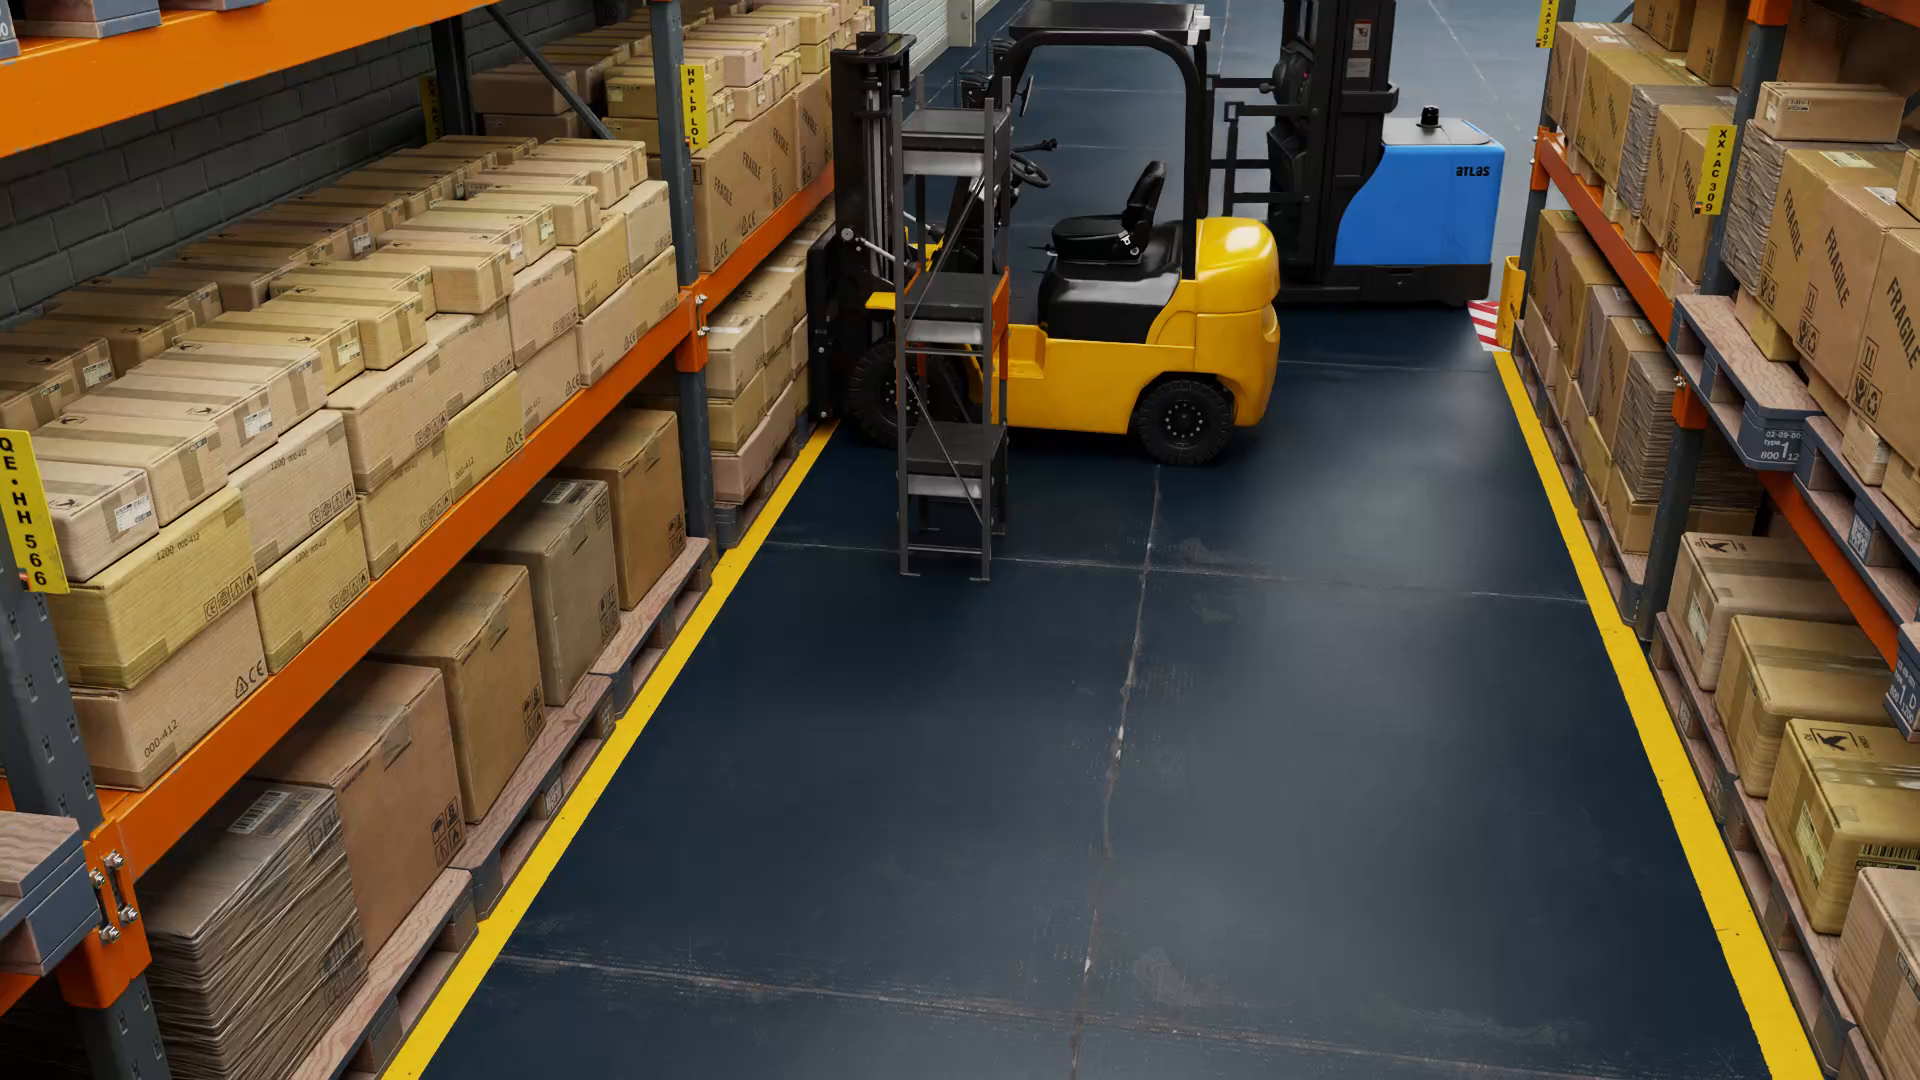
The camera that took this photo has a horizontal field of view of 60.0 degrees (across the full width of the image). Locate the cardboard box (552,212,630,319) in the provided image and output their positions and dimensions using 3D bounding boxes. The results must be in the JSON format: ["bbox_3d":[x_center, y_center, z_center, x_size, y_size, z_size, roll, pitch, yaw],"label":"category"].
[{"bbox_3d":[-1.502,-0.988,5.909,0.500,0.250,0.500,3,25,7],"label":"cardboard box"}]

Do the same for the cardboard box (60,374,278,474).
[{"bbox_3d":[-1.849,-0.268,3.901,0.380,0.149,0.250,5,25,10],"label":"cardboard box"}]

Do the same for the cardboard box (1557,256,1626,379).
[{"bbox_3d":[3.375,-1.127,8.482,0.500,0.500,0.500,5,25,10],"label":"cardboard box"}]

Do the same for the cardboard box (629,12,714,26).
[{"bbox_3d":[-1.490,-2.644,8.626,0.380,0.149,0.250,4,25,9],"label":"cardboard box"}]

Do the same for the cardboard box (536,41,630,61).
[{"bbox_3d":[-1.752,-2.219,7.718,0.380,0.149,0.250,4,25,7],"label":"cardboard box"}]

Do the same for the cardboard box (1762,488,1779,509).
[{"bbox_3d":[3.663,-0.438,7.011,0.500,0.500,0.500,5,26,11],"label":"cardboard box"}]

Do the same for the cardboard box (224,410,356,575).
[{"bbox_3d":[-1.854,-0.131,4.080,0.500,0.250,0.500,5,26,10],"label":"cardboard box"}]

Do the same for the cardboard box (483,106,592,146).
[{"bbox_3d":[-1.798,-1.759,7.087,0.380,0.149,0.250,4,25,8],"label":"cardboard box"}]

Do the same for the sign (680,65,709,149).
[{"bbox_3d":[-1.060,-1.723,6.620,0.100,0.325,0.005,4,25,9],"label":"sign"}]

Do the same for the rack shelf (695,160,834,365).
[{"bbox_3d":[-1.270,-1.778,8.860,1.077,0.370,4.000,4,25,9],"label":"rack shelf"}]

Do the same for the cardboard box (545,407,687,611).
[{"bbox_3d":[-1.671,-0.164,6.867,0.875,0.625,0.625,5,26,11],"label":"cardboard box"}]

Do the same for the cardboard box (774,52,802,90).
[{"bbox_3d":[-1.013,-2.367,8.386,0.380,0.149,0.250,3,25,7],"label":"cardboard box"}]

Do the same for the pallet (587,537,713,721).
[{"bbox_3d":[-1.679,0.306,6.847,1.003,0.211,1.213,4,25,9],"label":"pallet"}]

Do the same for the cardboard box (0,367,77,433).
[{"bbox_3d":[-2.362,-0.305,3.981,0.380,0.149,0.250,4,25,8],"label":"cardboard box"}]

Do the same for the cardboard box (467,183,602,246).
[{"bbox_3d":[-1.462,-1.122,5.725,0.380,0.149,0.250,3,25,7],"label":"cardboard box"}]

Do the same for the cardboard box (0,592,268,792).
[{"bbox_3d":[-1.937,0.304,3.738,0.500,0.250,0.500,4,25,9],"label":"cardboard box"}]

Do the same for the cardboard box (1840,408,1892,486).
[{"bbox_3d":[2.658,-0.249,4.546,0.380,0.149,0.250,5,26,11],"label":"cardboard box"}]

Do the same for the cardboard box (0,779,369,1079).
[{"bbox_3d":[-2.135,1.030,4.316,0.875,0.625,0.625,5,26,10],"label":"cardboard box"}]

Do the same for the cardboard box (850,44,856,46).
[{"bbox_3d":[-0.765,-2.762,9.995,0.500,0.500,0.500,3,25,7],"label":"cardboard box"}]

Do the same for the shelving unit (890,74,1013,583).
[{"bbox_3d":[-0.027,-0.882,7.157,0.431,2.100,0.503,4,25,9],"label":"shelving unit"}]

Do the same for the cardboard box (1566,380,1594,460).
[{"bbox_3d":[3.297,-0.572,8.182,0.500,0.250,0.500,4,25,9],"label":"cardboard box"}]

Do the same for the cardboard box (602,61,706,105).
[{"bbox_3d":[-1.316,-1.971,7.189,0.380,0.149,0.250,4,25,9],"label":"cardboard box"}]

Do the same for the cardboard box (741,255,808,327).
[{"bbox_3d":[-1.045,-1.268,8.490,0.500,0.250,0.500,5,26,10],"label":"cardboard box"}]

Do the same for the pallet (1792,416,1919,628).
[{"bbox_3d":[2.930,0.004,4.430,1.003,0.211,1.213,4,25,9],"label":"pallet"}]

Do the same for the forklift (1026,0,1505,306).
[{"bbox_3d":[1.984,-3.057,10.824,3.031,2.935,1.130,0,25,-1],"label":"forklift"}]

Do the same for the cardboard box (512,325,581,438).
[{"bbox_3d":[-1.609,-0.555,5.574,0.500,0.250,0.500,4,25,9],"label":"cardboard box"}]

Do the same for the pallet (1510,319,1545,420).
[{"bbox_3d":[3.774,-0.966,9.566,1.003,0.211,1.213,4,25,9],"label":"pallet"}]

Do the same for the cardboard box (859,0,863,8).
[{"bbox_3d":[-0.794,-3.250,9.921,0.380,0.149,0.250,4,25,9],"label":"cardboard box"}]

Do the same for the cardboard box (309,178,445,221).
[{"bbox_3d":[-2.024,-1.154,5.793,0.380,0.149,0.250,4,25,8],"label":"cardboard box"}]

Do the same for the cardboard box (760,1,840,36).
[{"bbox_3d":[-0.867,-2.818,8.998,0.380,0.149,0.250,5,25,10],"label":"cardboard box"}]

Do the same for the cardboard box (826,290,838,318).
[{"bbox_3d":[-0.956,-1.251,9.044,0.500,0.250,0.500,4,25,8],"label":"cardboard box"}]

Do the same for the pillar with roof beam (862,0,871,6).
[{"bbox_3d":[3.282,-7.640,13.458,9.100,9.000,0.400,4,25,9],"label":"pillar with roof beam"}]

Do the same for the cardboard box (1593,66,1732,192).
[{"bbox_3d":[3.365,-1.956,7.922,0.500,0.500,0.500,4,25,7],"label":"cardboard box"}]

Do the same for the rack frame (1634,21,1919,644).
[{"bbox_3d":[3.301,-0.925,6.189,1.000,3.000,0.127,4,25,9],"label":"rack frame"}]

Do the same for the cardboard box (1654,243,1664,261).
[{"bbox_3d":[3.260,-1.279,7.240,0.380,0.149,0.250,4,25,8],"label":"cardboard box"}]

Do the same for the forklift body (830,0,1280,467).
[{"bbox_3d":[0.547,-1.637,8.710,2.313,2.155,1.214,4,25,9],"label":"forklift body"}]

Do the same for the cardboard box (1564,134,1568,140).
[{"bbox_3d":[3.695,-2.357,9.543,0.380,0.149,0.250,4,25,9],"label":"cardboard box"}]

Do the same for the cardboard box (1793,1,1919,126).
[{"bbox_3d":[3.586,-1.727,6.254,0.700,0.500,0.500,4,25,8],"label":"cardboard box"}]

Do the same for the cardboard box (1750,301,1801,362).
[{"bbox_3d":[2.849,-0.689,5.484,0.380,0.149,0.250,5,25,10],"label":"cardboard box"}]

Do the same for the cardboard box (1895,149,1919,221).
[{"bbox_3d":[2.799,-0.956,4.524,0.380,0.149,0.250,5,26,11],"label":"cardboard box"}]

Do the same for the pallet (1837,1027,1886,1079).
[{"bbox_3d":[2.776,1.684,3.904,1.003,0.211,1.213,4,25,9],"label":"pallet"}]

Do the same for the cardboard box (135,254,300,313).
[{"bbox_3d":[-2.165,-0.727,4.883,0.380,0.149,0.250,5,25,10],"label":"cardboard box"}]

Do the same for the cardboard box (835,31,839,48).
[{"bbox_3d":[-0.890,-2.799,9.309,0.380,0.149,0.250,4,25,8],"label":"cardboard box"}]

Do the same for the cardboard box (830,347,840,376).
[{"bbox_3d":[-0.952,-1.033,9.166,0.500,0.250,0.500,5,26,10],"label":"cardboard box"}]

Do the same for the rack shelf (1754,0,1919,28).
[{"bbox_3d":[2.974,-1.122,3.919,1.077,0.370,4.000,4,25,9],"label":"rack shelf"}]

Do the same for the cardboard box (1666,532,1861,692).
[{"bbox_3d":[3.217,0.294,6.188,0.950,0.372,0.625,4,25,9],"label":"cardboard box"}]

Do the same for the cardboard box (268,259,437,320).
[{"bbox_3d":[-1.760,-0.703,4.830,0.380,0.149,0.250,4,25,9],"label":"cardboard box"}]

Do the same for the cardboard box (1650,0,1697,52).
[{"bbox_3d":[3.996,-2.791,8.527,0.700,0.500,0.500,4,25,9],"label":"cardboard box"}]

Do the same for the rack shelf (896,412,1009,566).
[{"bbox_3d":[-0.027,-0.235,7.460,0.431,0.518,0.480,4,25,9],"label":"rack shelf"}]

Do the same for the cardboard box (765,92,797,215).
[{"bbox_3d":[-1.116,-1.911,8.177,0.500,0.500,0.500,4,25,8],"label":"cardboard box"}]

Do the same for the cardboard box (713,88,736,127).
[{"bbox_3d":[-1.229,-1.941,7.476,0.380,0.149,0.250,4,25,8],"label":"cardboard box"}]

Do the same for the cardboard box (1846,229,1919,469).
[{"bbox_3d":[2.692,-0.489,4.291,0.500,0.500,0.500,3,25,6],"label":"cardboard box"}]

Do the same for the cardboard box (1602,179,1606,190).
[{"bbox_3d":[3.464,-1.817,8.389,0.380,0.149,0.250,5,26,10],"label":"cardboard box"}]

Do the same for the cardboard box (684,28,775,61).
[{"bbox_3d":[-1.120,-2.399,8.102,0.380,0.149,0.250,4,25,8],"label":"cardboard box"}]
